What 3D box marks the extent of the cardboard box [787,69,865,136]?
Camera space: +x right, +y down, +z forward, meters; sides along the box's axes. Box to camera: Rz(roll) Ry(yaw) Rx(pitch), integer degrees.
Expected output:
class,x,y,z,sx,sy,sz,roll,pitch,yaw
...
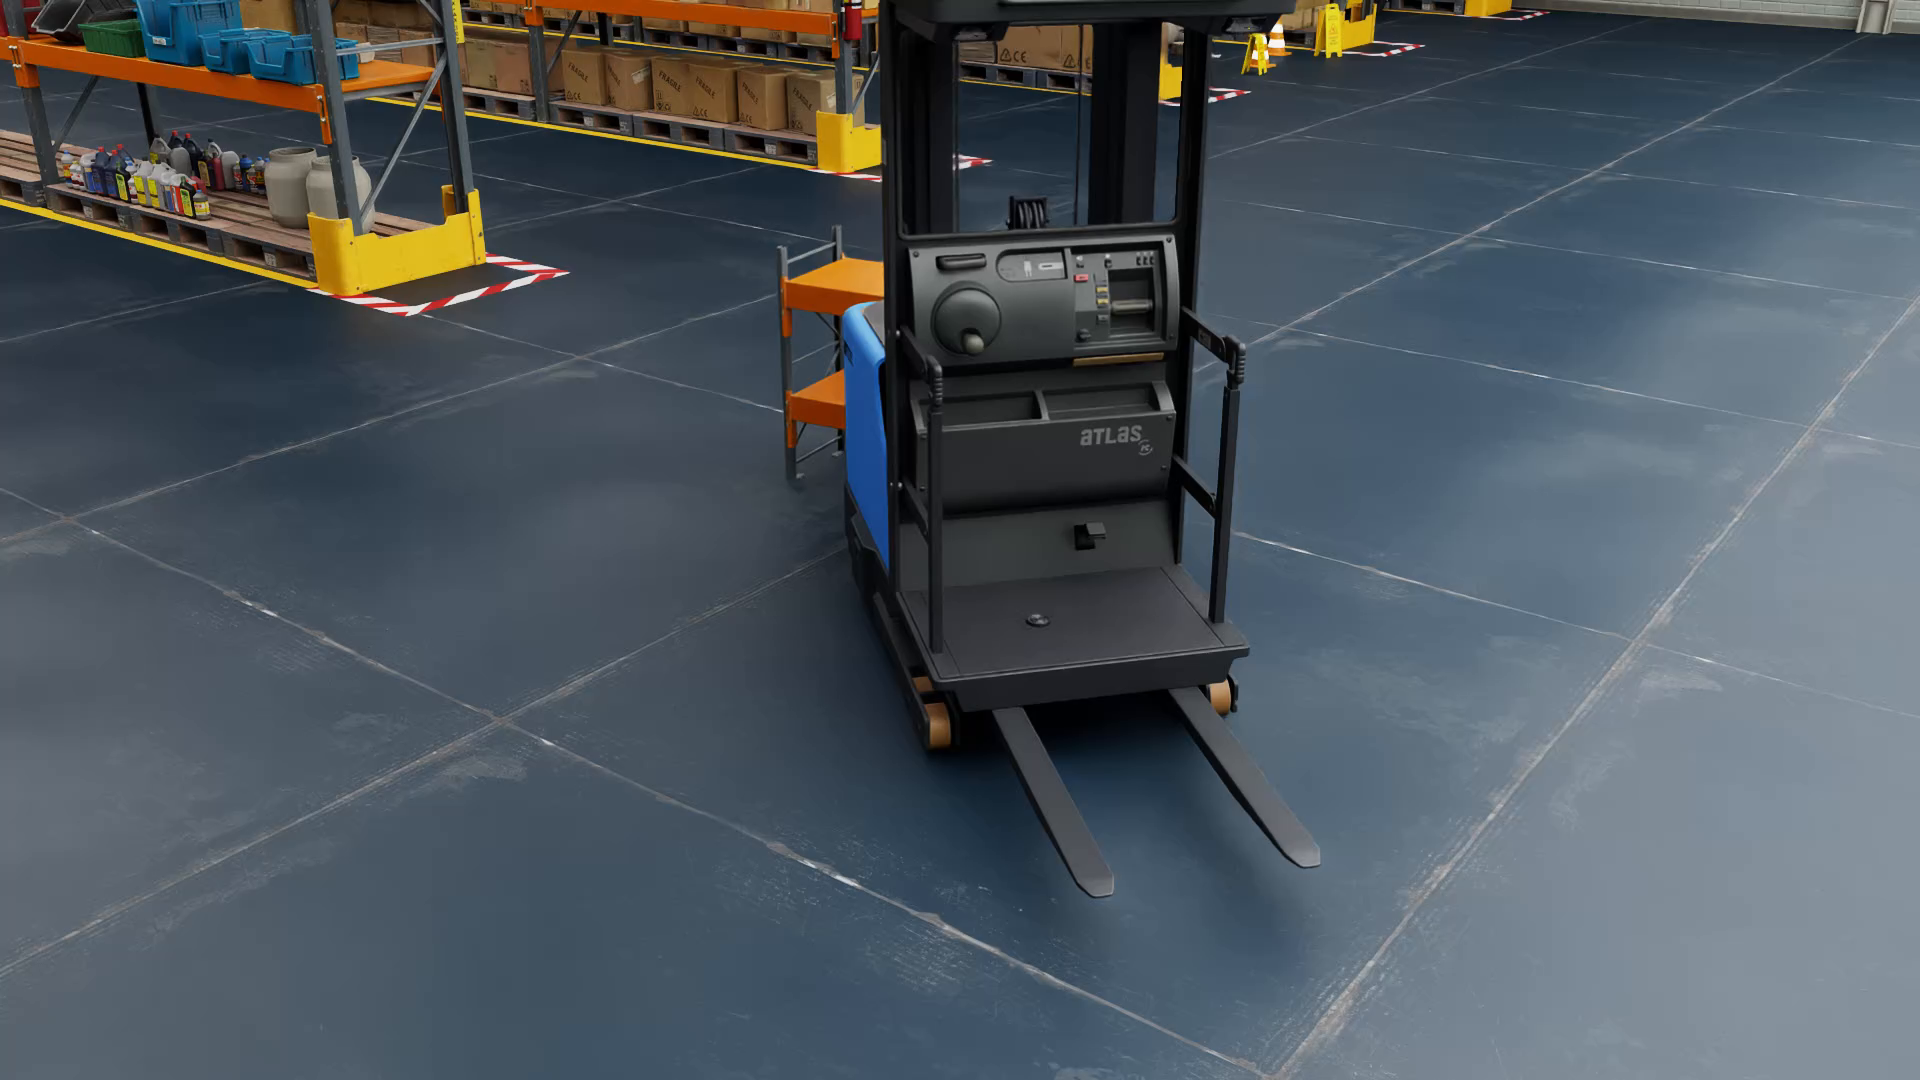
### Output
class,x,y,z,sx,sy,sz,roll,pitch,yaw
cardboard box,-1.221,-3.984,15.151,0.500,0.500,0.500,-20,31,-38

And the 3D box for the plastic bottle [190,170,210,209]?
class,x,y,z,sx,sy,sz,roll,pitch,yaw
plastic bottle,-5.556,-2.546,12.132,0.133,0.283,0.061,17,29,33

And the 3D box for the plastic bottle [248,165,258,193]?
class,x,y,z,sx,sy,sz,roll,pitch,yaw
plastic bottle,-5.399,-2.772,12.746,0.097,0.201,0.097,0,24,0

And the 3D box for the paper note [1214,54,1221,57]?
class,x,y,z,sx,sy,sz,roll,pitch,yaw
paper note,3.262,-6.204,21.293,0.142,0.019,0.148,7,25,15

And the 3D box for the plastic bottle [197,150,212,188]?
class,x,y,z,sx,sy,sz,roll,pitch,yaw
plastic bottle,-5.843,-2.880,12.890,0.133,0.283,0.061,17,29,33

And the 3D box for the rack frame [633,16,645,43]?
class,x,y,z,sx,sy,sz,roll,pitch,yaw
rack frame,-4.077,-8.289,22.344,0.127,3.000,1.000,17,29,33

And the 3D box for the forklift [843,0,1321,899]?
class,x,y,z,sx,sy,sz,roll,pitch,yaw
forklift,0.340,-0.795,5.419,1.130,2.935,3.031,-5,24,-12

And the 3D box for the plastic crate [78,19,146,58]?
class,x,y,z,sx,sy,sz,roll,pitch,yaw
plastic crate,-5.985,-3.632,12.036,0.662,0.188,0.450,17,29,33

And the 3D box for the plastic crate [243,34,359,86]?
class,x,y,z,sx,sy,sz,roll,pitch,yaw
plastic crate,-4.282,-3.138,10.835,0.616,0.251,0.499,17,29,33

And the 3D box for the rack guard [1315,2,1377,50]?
class,x,y,z,sx,sy,sz,roll,pitch,yaw
rack guard,5.152,-6.851,22.179,0.348,0.500,1.175,17,29,33

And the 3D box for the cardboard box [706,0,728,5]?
class,x,y,z,sx,sy,sz,roll,pitch,yaw
cardboard box,-2.093,-4.963,15.106,0.250,0.149,0.380,17,29,33

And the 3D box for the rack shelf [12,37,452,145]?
class,x,y,z,sx,sy,sz,roll,pitch,yaw
rack shelf,-5.302,-3.336,11.992,4.000,0.370,1.077,17,29,33

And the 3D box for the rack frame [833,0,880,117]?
class,x,y,z,sx,sy,sz,roll,pitch,yaw
rack frame,-0.731,-4.779,14.377,0.127,3.000,1.000,17,29,33

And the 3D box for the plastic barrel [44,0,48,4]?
class,x,y,z,sx,sy,sz,roll,pitch,yaw
plastic barrel,-7.030,-4.569,13.278,0.708,0.901,0.600,17,29,33

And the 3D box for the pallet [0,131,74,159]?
class,x,y,z,sx,sy,sz,roll,pitch,yaw
pallet,-8.534,-3.345,14.579,1.213,0.211,1.003,17,29,33

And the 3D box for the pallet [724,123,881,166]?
class,x,y,z,sx,sy,sz,roll,pitch,yaw
pallet,-1.421,-3.729,15.452,1.213,0.211,1.003,17,29,33

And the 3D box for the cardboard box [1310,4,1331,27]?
class,x,y,z,sx,sy,sz,roll,pitch,yaw
cardboard box,4.733,-7.195,22.748,0.500,0.250,0.500,17,29,33

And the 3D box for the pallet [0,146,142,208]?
class,x,y,z,sx,sy,sz,roll,pitch,yaw
pallet,-7.554,-3.050,13.910,1.213,0.211,1.003,17,29,33

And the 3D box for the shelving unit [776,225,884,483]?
class,x,y,z,sx,sy,sz,roll,pitch,yaw
shelving unit,-0.244,-0.779,7.622,1.048,1.125,0.538,12,27,26

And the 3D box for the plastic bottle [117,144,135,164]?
class,x,y,z,sx,sy,sz,roll,pitch,yaw
plastic bottle,-6.419,-2.855,12.749,0.185,0.351,0.144,17,29,33

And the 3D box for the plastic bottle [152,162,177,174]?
class,x,y,z,sx,sy,sz,roll,pitch,yaw
plastic bottle,-5.945,-2.680,12.444,0.135,0.276,0.152,17,29,33

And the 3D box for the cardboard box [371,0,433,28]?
class,x,y,z,sx,sy,sz,roll,pitch,yaw
cardboard box,-6.148,-5.837,18.402,0.500,0.250,0.500,21,31,39

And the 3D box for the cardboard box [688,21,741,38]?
class,x,y,z,sx,sy,sz,roll,pitch,yaw
cardboard box,-2.942,-7.066,21.835,0.750,0.750,1.050,17,29,34

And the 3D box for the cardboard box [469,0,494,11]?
class,x,y,z,sx,sy,sz,roll,pitch,yaw
cardboard box,-6.845,-8.041,24.359,0.500,0.500,0.500,18,30,35

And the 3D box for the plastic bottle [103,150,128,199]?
class,x,y,z,sx,sy,sz,roll,pitch,yaw
plastic bottle,-6.354,-2.763,12.540,0.185,0.351,0.144,15,28,31

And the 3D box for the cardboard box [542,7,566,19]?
class,x,y,z,sx,sy,sz,roll,pitch,yaw
cardboard box,-5.606,-7.662,23.499,0.500,0.500,0.500,15,28,31

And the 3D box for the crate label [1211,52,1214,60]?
class,x,y,z,sx,sy,sz,roll,pitch,yaw
crate label,3.035,-6.084,20.888,0.298,0.136,0.250,3,24,6

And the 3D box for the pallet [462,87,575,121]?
class,x,y,z,sx,sy,sz,roll,pitch,yaw
pallet,-4.556,-4.658,17.560,1.213,0.211,1.003,17,29,33

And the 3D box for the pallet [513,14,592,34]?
class,x,y,z,sx,sy,sz,roll,pitch,yaw
pallet,-5.673,-7.498,24.006,1.213,0.211,1.003,17,29,33

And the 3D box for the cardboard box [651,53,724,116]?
class,x,y,z,sx,sy,sz,roll,pitch,yaw
cardboard box,-2.629,-4.424,16.150,0.500,0.500,0.500,14,27,29

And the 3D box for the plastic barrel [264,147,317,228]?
class,x,y,z,sx,sy,sz,roll,pitch,yaw
plastic barrel,-4.675,-2.490,11.747,0.421,0.512,0.421,0,24,0

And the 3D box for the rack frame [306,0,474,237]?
class,x,y,z,sx,sy,sz,roll,pitch,yaw
rack frame,-3.702,-3.181,10.750,0.127,3.000,1.000,17,29,33

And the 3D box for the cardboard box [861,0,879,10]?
class,x,y,z,sx,sy,sz,roll,pitch,yaw
cardboard box,-0.816,-4.810,14.758,0.250,0.149,0.380,17,29,33

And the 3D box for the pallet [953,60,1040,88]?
class,x,y,z,sx,sy,sz,roll,pitch,yaw
pallet,0.666,-5.542,19.567,1.213,0.211,1.003,17,29,33

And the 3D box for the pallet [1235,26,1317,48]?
class,x,y,z,sx,sy,sz,roll,pitch,yaw
pallet,4.523,-6.927,22.709,1.213,0.211,1.003,17,29,33

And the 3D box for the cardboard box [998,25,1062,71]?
class,x,y,z,sx,sy,sz,roll,pitch,yaw
cardboard box,1.037,-5.930,19.102,0.875,0.875,0.875,16,29,32

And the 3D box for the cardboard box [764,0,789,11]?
class,x,y,z,sx,sy,sz,roll,pitch,yaw
cardboard box,-1.513,-4.771,14.670,0.250,0.149,0.380,17,29,33

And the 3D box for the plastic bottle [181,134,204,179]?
class,x,y,z,sx,sy,sz,roll,pitch,yaw
plastic bottle,-6.061,-3.028,13.143,0.185,0.351,0.144,15,28,31

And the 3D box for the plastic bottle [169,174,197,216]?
class,x,y,z,sx,sy,sz,roll,pitch,yaw
plastic bottle,-5.619,-2.508,12.055,0.135,0.276,0.152,17,29,34

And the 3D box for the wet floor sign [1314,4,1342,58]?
class,x,y,z,sx,sy,sz,roll,pitch,yaw
wet floor sign,4.723,-6.508,21.220,0.267,0.644,0.232,-15,28,-30

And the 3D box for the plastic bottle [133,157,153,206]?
class,x,y,z,sx,sy,sz,roll,pitch,yaw
plastic bottle,-6.014,-2.660,12.307,0.185,0.351,0.144,17,29,33

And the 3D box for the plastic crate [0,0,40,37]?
class,x,y,z,sx,sy,sz,roll,pitch,yaw
plastic crate,-7.473,-4.196,12.974,0.583,0.464,0.402,17,29,33

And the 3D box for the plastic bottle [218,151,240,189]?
class,x,y,z,sx,sy,sz,roll,pitch,yaw
plastic bottle,-5.674,-2.875,12.888,0.135,0.276,0.152,17,29,34

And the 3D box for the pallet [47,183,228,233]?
class,x,y,z,sx,sy,sz,roll,pitch,yaw
pallet,-6.390,-2.696,13.108,1.213,0.211,1.003,17,29,33

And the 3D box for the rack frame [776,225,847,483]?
class,x,y,z,sx,sy,sz,roll,pitch,yaw
rack frame,-0.690,-0.876,7.844,0.032,1.125,0.500,12,27,26

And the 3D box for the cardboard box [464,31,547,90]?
class,x,y,z,sx,sy,sz,roll,pitch,yaw
cardboard box,-4.781,-5.081,17.615,0.500,0.500,0.700,17,29,33

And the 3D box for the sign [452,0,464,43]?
class,x,y,z,sx,sy,sz,roll,pitch,yaw
sign,-3.368,-3.484,11.094,0.005,0.325,0.100,17,29,33

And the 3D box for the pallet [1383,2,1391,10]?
class,x,y,z,sx,sy,sz,roll,pitch,yaw
pallet,6.577,-8.769,26.891,1.213,0.211,1.003,17,29,33

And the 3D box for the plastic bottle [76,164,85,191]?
class,x,y,z,sx,sy,sz,roll,pitch,yaw
plastic bottle,-6.747,-2.801,12.813,0.097,0.201,0.097,0,24,0

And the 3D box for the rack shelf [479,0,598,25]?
class,x,y,z,sx,sy,sz,roll,pitch,yaw
rack shelf,-5.532,-5.901,17.815,4.000,0.370,1.077,17,29,33

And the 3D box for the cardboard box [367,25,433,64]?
class,x,y,z,sx,sy,sz,roll,pitch,yaw
cardboard box,-6.133,-5.486,18.534,0.500,0.500,0.700,14,27,29
